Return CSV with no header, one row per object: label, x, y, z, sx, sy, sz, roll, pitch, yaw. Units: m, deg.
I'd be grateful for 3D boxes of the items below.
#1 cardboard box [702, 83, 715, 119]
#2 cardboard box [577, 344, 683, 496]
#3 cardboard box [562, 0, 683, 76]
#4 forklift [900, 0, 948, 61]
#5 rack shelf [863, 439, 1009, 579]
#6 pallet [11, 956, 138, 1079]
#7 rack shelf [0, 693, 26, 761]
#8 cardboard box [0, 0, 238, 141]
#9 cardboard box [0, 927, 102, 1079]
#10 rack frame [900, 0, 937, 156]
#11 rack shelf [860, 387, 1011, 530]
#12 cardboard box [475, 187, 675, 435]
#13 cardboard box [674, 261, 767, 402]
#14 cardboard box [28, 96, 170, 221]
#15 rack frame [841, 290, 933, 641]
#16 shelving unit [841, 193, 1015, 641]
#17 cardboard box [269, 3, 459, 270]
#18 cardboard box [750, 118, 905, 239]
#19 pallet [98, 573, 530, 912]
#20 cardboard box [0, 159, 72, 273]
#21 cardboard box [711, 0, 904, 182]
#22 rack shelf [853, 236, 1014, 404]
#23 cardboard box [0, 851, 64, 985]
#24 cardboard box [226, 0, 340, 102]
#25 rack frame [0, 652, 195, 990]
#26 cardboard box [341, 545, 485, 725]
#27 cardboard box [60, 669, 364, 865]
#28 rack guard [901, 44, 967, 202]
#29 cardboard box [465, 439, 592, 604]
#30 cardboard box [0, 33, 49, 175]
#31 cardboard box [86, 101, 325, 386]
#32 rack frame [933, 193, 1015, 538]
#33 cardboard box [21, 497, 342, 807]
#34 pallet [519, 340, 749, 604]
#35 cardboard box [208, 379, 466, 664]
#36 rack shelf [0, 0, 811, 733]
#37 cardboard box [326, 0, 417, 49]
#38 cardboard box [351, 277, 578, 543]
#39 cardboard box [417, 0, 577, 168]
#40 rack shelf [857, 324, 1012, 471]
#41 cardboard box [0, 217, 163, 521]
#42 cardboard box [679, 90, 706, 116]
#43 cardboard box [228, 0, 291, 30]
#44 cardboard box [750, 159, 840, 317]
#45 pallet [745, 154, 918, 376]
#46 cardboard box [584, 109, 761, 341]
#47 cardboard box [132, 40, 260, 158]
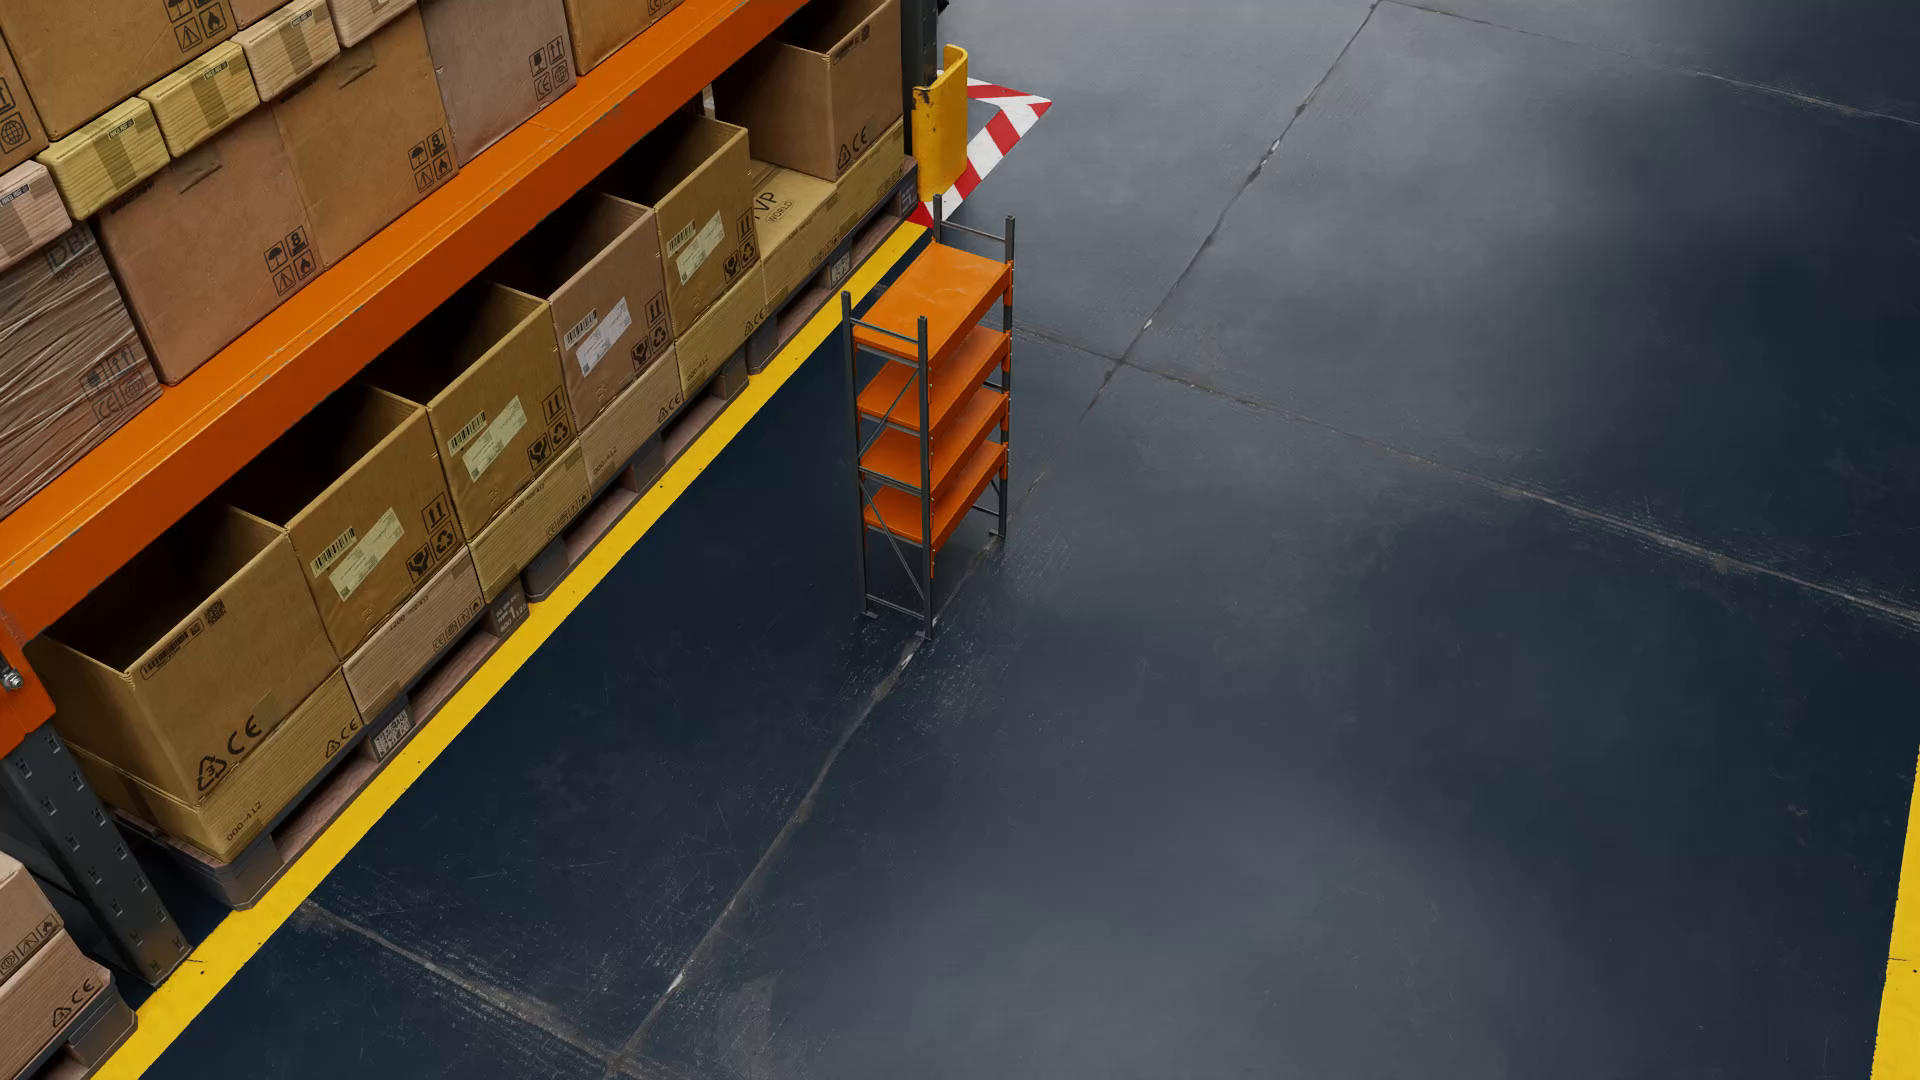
cardboard box,-1.003,-1.575,6.336,0.500,0.250,0.500,20,49,19
cardboard box,-1.230,-0.455,5.229,0.500,0.250,0.500,20,49,19
cardboard box,-1.261,-1.760,4.810,0.700,0.500,0.500,21,49,19
forklift,-1.566,-3.637,6.784,3.031,2.935,1.130,15,47,14
rack shelf,-0.077,-0.131,4.909,0.258,0.148,0.480,20,49,19
pallet,-2.722,1.319,3.798,1.003,0.211,1.213,20,49,19
rack shelf,-3.343,1.374,2.288,1.077,0.370,4.000,20,49,19
cardboard box,-1.980,-1.230,3.374,0.700,0.500,0.500,20,49,19
cardboard box,-2.350,1.037,3.754,0.500,0.250,0.500,20,49,19
rack frame,-0.557,-2.658,5.768,1.000,3.000,0.127,20,49,19
rack shelf,-0.077,-0.270,4.768,0.258,0.148,0.480,20,49,19
cardboard box,-1.227,-0.718,4.961,0.500,0.500,0.500,20,49,19
cardboard box,-0.997,-0.769,5.539,0.500,0.250,0.500,20,49,19
cardboard box,-1.883,-0.828,3.433,0.380,0.149,0.250,19,48,18
rack frame,-0.190,-0.164,4.568,0.240,1.200,0.015,20,49,19
shelving unit,-0.077,-0.317,4.720,0.258,1.200,0.503,20,49,19
cardboard box,-1.738,-1.104,4.162,0.700,0.500,0.500,21,49,20
cardboard box,-0.545,-1.404,6.167,0.500,0.250,0.500,20,49,19
pallet,-2.008,0.355,4.751,1.003,0.211,1.213,20,49,19
cardboard box,-2.002,-0.665,3.272,0.380,0.149,0.250,21,49,20
cardboard box,-0.543,-1.667,5.899,0.500,0.500,0.500,20,49,19
rack shelf,-0.077,-0.594,4.441,0.258,0.148,0.480,20,49,19
cardboard box,-2.348,0.833,3.561,0.500,0.311,0.500,20,49,19
cardboard box,-1.645,-1.151,3.752,0.380,0.149,0.250,19,48,18
rack frame,-2.414,-0.138,3.278,1.000,3.000,0.127,20,49,19
cardboard box,-1.694,0.175,4.606,0.500,0.250,0.500,20,49,19
cardboard box,-1.930,0.488,4.296,0.500,0.250,0.500,20,49,19
rack guard,-0.546,-1.795,6.672,1.175,0.500,0.348,20,49,19
cardboard box,-1.457,-0.138,4.915,0.500,0.250,0.500,20,49,19
cardboard box,-2.214,-0.911,3.059,0.700,0.500,0.500,21,49,19
cardboard box,-1.975,-0.790,3.851,0.700,0.500,0.500,20,49,19
rack frame,0.036,-0.471,4.872,0.240,1.200,0.015,20,49,19
cardboard box,-1.922,0.228,4.026,0.500,0.500,0.500,20,49,19
pallet,-1.443,-0.417,5.513,1.003,0.211,1.213,20,49,19
cardboard box,-1.696,-0.089,4.340,0.500,0.500,0.500,20,49,19
rack shelf,-1.486,-1.145,4.779,1.077,0.370,4.000,20,49,19
cardboard box,-1.523,-1.320,3.919,0.380,0.149,0.250,19,48,18
cardboard box,-1.457,-0.402,4.649,0.500,0.500,0.500,20,49,19
cardboard box,-1.502,-1.427,4.481,0.700,0.500,0.500,22,49,20
rack shelf,-0.077,-0.427,4.609,0.258,0.148,0.480,20,49,19
cardboard box,-2.214,-0.455,3.521,0.700,0.500,0.500,19,48,18
cardboard box,-1.234,-1.523,5.757,0.500,0.500,0.500,20,49,19
cardboard box,-1.747,-1.545,3.686,0.700,0.500,0.500,20,49,19
cardboard box,-0.766,-1.085,5.851,0.500,0.250,0.500,20,49,19
pallet,-0.875,-1.183,6.270,1.003,0.211,1.213,20,49,19
cardboard box,-0.994,-1.032,5.272,0.500,0.500,0.500,20,49,19
cardboard box,-1.763,-0.994,3.597,0.380,0.149,0.250,20,49,19
